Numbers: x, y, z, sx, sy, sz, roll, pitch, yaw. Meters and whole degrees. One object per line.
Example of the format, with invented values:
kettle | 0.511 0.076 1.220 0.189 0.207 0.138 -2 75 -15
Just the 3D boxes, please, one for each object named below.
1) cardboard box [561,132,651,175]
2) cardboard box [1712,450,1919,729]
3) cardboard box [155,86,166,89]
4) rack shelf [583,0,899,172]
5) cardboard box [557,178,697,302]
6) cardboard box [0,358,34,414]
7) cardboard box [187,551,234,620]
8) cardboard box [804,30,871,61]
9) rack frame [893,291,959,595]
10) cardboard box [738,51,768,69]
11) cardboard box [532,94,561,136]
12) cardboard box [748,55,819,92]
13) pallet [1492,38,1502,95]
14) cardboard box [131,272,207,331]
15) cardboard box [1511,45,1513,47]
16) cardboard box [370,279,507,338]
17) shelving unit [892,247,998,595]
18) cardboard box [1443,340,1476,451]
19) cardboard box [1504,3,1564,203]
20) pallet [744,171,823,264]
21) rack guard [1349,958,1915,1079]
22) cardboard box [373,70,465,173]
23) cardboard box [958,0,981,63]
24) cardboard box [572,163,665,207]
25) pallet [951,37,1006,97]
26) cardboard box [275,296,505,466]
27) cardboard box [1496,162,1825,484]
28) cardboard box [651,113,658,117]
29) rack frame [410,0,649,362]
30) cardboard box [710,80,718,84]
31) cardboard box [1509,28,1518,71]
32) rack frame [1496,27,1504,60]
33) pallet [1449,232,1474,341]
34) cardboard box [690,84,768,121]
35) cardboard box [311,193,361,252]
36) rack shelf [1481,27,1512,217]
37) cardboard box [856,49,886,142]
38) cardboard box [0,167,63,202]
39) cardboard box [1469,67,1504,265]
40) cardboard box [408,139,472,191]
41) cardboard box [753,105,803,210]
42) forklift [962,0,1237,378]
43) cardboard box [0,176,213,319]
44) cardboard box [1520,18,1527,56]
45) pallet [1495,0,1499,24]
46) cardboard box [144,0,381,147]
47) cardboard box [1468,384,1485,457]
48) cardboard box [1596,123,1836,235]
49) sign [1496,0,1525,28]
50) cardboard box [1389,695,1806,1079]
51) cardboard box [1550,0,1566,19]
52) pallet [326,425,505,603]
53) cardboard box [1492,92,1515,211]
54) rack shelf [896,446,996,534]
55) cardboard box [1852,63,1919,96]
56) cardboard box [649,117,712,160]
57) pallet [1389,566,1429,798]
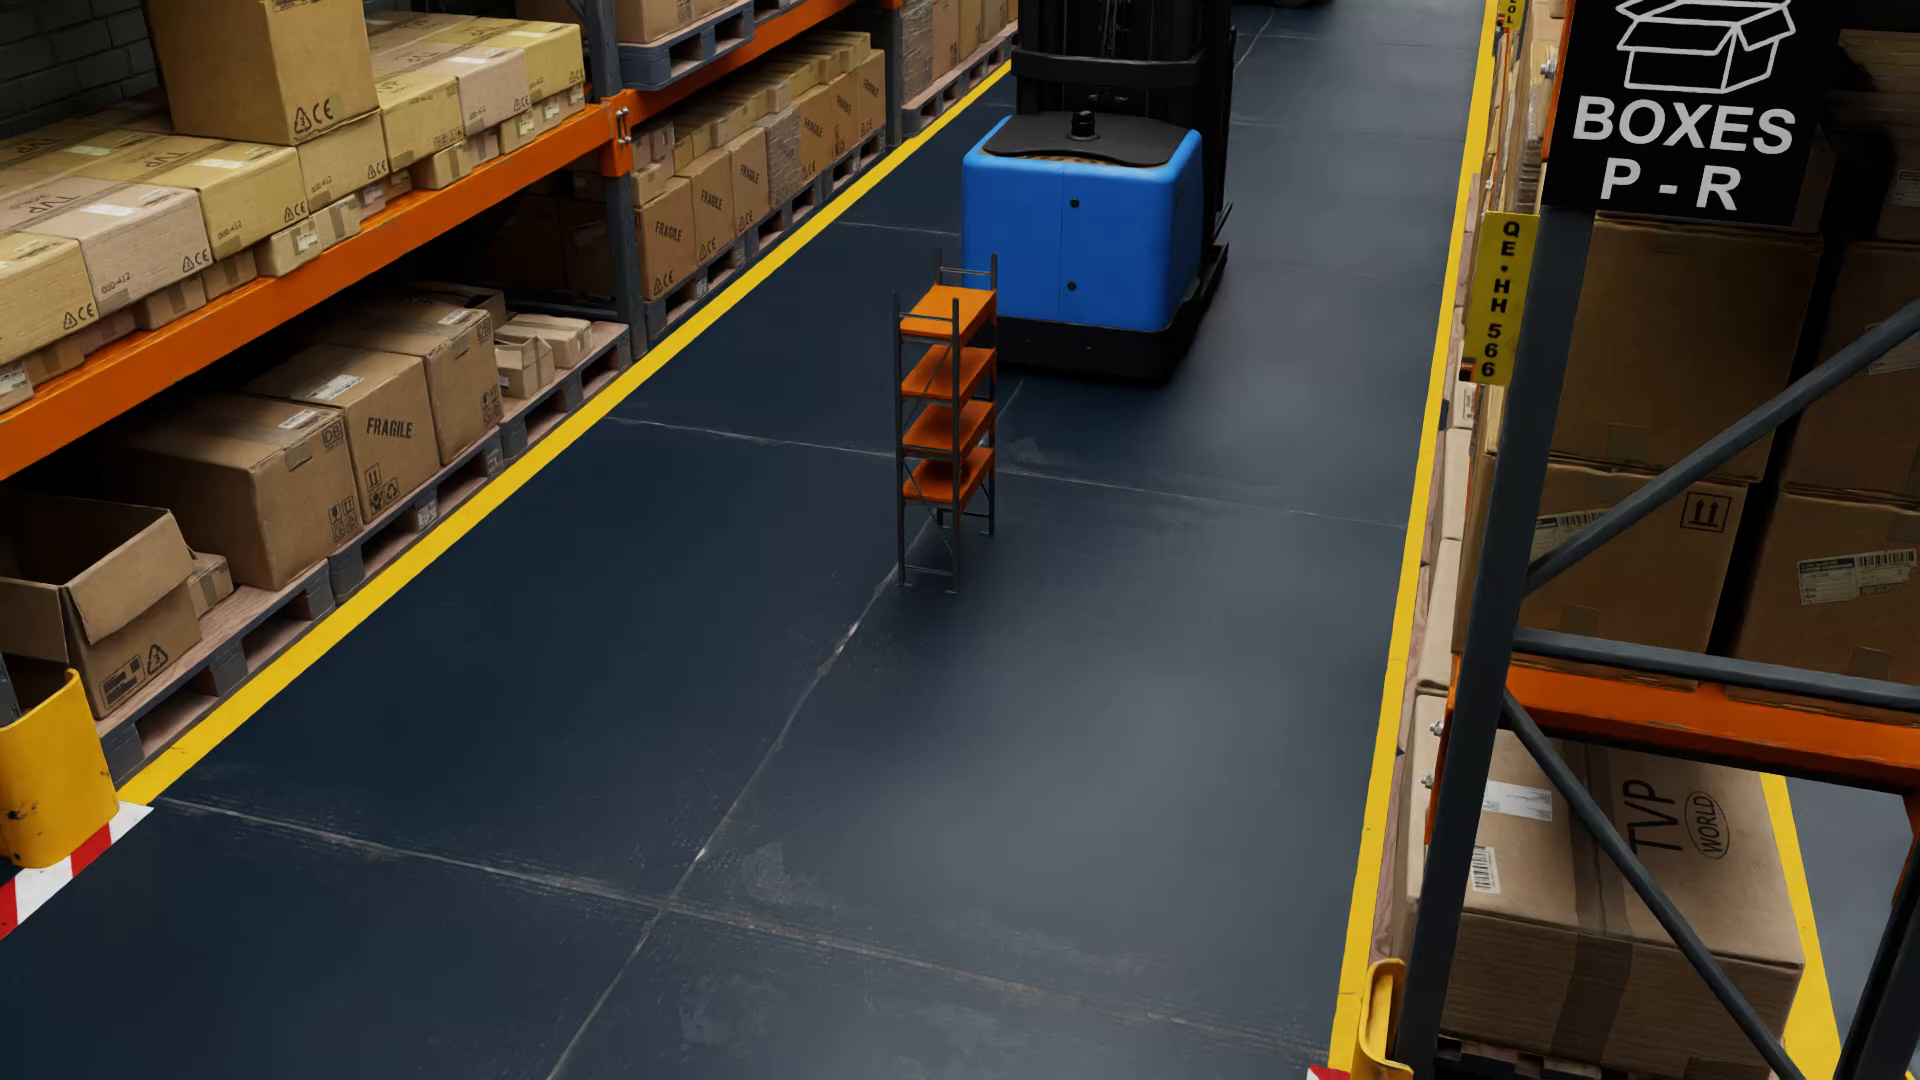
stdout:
cardboard box | -1.780 -1.946 8.329 0.380 0.149 0.250 8 30 14
cardboard box | 1.906 0.035 3.498 0.500 0.500 0.500 8 30 14
cardboard box | -2.779 -1.704 6.575 0.500 0.250 0.500 9 30 16
rack shelf | -1.494 -2.919 9.653 1.077 0.370 4.000 8 30 15
cardboard box | -1.724 -1.588 8.659 0.500 0.500 0.500 10 31 17
cardboard box | -2.897 -0.449 4.731 0.380 0.149 0.250 8 30 14
cardboard box | -2.823 0.154 5.888 0.380 0.149 0.250 7 30 13
cardboard box | -0.810 -3.272 11.019 0.380 0.149 0.250 7 30 12
rack frame | -0.120 -0.334 6.116 0.240 1.200 0.015 8 30 15
cardboard box | -1.458 -3.093 10.697 0.380 0.149 0.250 9 30 16
cardboard box | -1.989 -1.886 7.314 0.380 0.149 0.250 9 30 16
cardboard box | -1.101 -2.909 10.365 0.380 0.149 0.250 9 30 16
pallet | 4.786 -3.735 13.247 1.003 0.211 1.213 8 30 15
cardboard box | -2.689 -0.810 5.379 0.380 0.149 0.250 9 30 16
cardboard box | 3.020 -2.486 8.287 0.500 0.250 0.500 8 30 15
cardboard box | -2.501 -1.040 7.867 0.500 0.311 0.500 10 30 17
shelving unit | -0.049 -0.447 6.320 0.258 1.200 0.503 8 30 15
cardboard box | 2.378 -0.385 6.561 0.875 0.438 0.875 8 30 14
cardboard box | 1.828 -1.187 4.668 0.500 0.500 0.500 8 30 14
pallet | -1.522 -2.038 10.196 1.003 0.211 1.213 8 30 15
rack guard | 1.484 1.365 3.783 1.175 0.500 0.348 8 30 15
cardboard box | -2.289 -1.633 6.447 0.500 0.250 0.500 8 30 15
cardboard box | -0.329 -4.215 13.252 0.875 0.625 0.625 7 30 13
cardboard box | -1.722 -1.808 8.386 0.380 0.149 0.250 10 31 17
pallet | -0.268 -3.887 13.520 1.003 0.211 1.213 8 30 15
cardboard box | -2.392 -0.682 7.029 0.700 0.500 0.500 7 30 13
cardboard box | 1.405 -0.478 3.392 0.500 0.500 0.500 9 30 17
cardboard box | -1.931 -2.371 9.400 0.380 0.149 0.250 9 30 16
rack frame | -2.081 -2.304 7.807 1.000 3.000 0.127 8 30 15
cardboard box | -1.687 -2.731 10.047 0.380 0.149 0.250 9 30 15
cardboard box | 2.702 -2.224 7.302 0.500 0.250 0.500 9 30 16
rack frame | 5.013 -5.316 13.220 1.000 3.000 0.127 8 30 15
pallet | 3.176 -1.317 8.901 1.003 0.211 1.213 8 30 15
cardboard box | -1.347 -2.553 9.726 0.380 0.149 0.250 9 30 15
cardboard box | -2.413 -1.166 6.019 0.380 0.149 0.250 9 30 16
rack shelf | 3.252 -2.213 8.382 1.077 0.370 4.000 8 30 15
cardboard box | -0.826 -3.027 11.246 0.500 0.500 0.500 9 30 16
cardboard box | -3.221 -1.001 5.312 0.500 0.250 0.500 9 30 15
cardboard box | 3.291 -1.989 8.993 0.875 0.875 0.875 9 30 15
cardboard box | -2.193 -1.521 6.658 0.380 0.149 0.250 8 30 14
cardboard box | -1.268 -2.309 9.954 0.500 0.500 0.500 7 30 13
forklift | 0.903 -2.760 8.697 1.130 2.935 3.031 8 30 14
cardboard box | -2.717 -0.917 5.161 0.500 0.250 0.500 9 30 15
cardboard box | 2.294 -1.892 5.934 0.500 0.500 0.500 9 30 15
pallet | 5.533 -4.983 15.490 1.003 0.211 1.213 8 30 15
cardboard box | -2.425 -1.707 5.810 0.500 0.500 0.500 9 30 16
cardboard box | 1.683 -0.516 4.489 0.500 0.500 0.500 9 30 16
cardboard box | 1.405 -0.698 3.121 0.380 0.149 0.250 9 30 16
sign | 2.143 -2.142 6.406 0.100 0.325 0.005 8 30 15
cardboard box | 1.589 0.876 4.293 0.875 0.438 0.875 7 30 13
cardboard box | 1.859 -1.547 4.647 0.380 0.149 0.250 9 30 15
pallet | -2.640 -0.198 6.889 1.003 0.211 1.213 8 30 15
cardboard box | 2.125 -1.228 5.768 0.500 0.500 0.500 9 30 15
rack shelf | -0.049 -0.215 6.449 0.258 0.148 0.480 8 30 15
cardboard box | 2.054 -0.865 3.421 0.380 0.149 0.250 9 30 16
cardboard box | -1.582 -2.198 9.087 0.380 0.149 0.250 8 30 14
pallet | 2.011 0.532 5.577 1.003 0.211 1.213 8 30 15
